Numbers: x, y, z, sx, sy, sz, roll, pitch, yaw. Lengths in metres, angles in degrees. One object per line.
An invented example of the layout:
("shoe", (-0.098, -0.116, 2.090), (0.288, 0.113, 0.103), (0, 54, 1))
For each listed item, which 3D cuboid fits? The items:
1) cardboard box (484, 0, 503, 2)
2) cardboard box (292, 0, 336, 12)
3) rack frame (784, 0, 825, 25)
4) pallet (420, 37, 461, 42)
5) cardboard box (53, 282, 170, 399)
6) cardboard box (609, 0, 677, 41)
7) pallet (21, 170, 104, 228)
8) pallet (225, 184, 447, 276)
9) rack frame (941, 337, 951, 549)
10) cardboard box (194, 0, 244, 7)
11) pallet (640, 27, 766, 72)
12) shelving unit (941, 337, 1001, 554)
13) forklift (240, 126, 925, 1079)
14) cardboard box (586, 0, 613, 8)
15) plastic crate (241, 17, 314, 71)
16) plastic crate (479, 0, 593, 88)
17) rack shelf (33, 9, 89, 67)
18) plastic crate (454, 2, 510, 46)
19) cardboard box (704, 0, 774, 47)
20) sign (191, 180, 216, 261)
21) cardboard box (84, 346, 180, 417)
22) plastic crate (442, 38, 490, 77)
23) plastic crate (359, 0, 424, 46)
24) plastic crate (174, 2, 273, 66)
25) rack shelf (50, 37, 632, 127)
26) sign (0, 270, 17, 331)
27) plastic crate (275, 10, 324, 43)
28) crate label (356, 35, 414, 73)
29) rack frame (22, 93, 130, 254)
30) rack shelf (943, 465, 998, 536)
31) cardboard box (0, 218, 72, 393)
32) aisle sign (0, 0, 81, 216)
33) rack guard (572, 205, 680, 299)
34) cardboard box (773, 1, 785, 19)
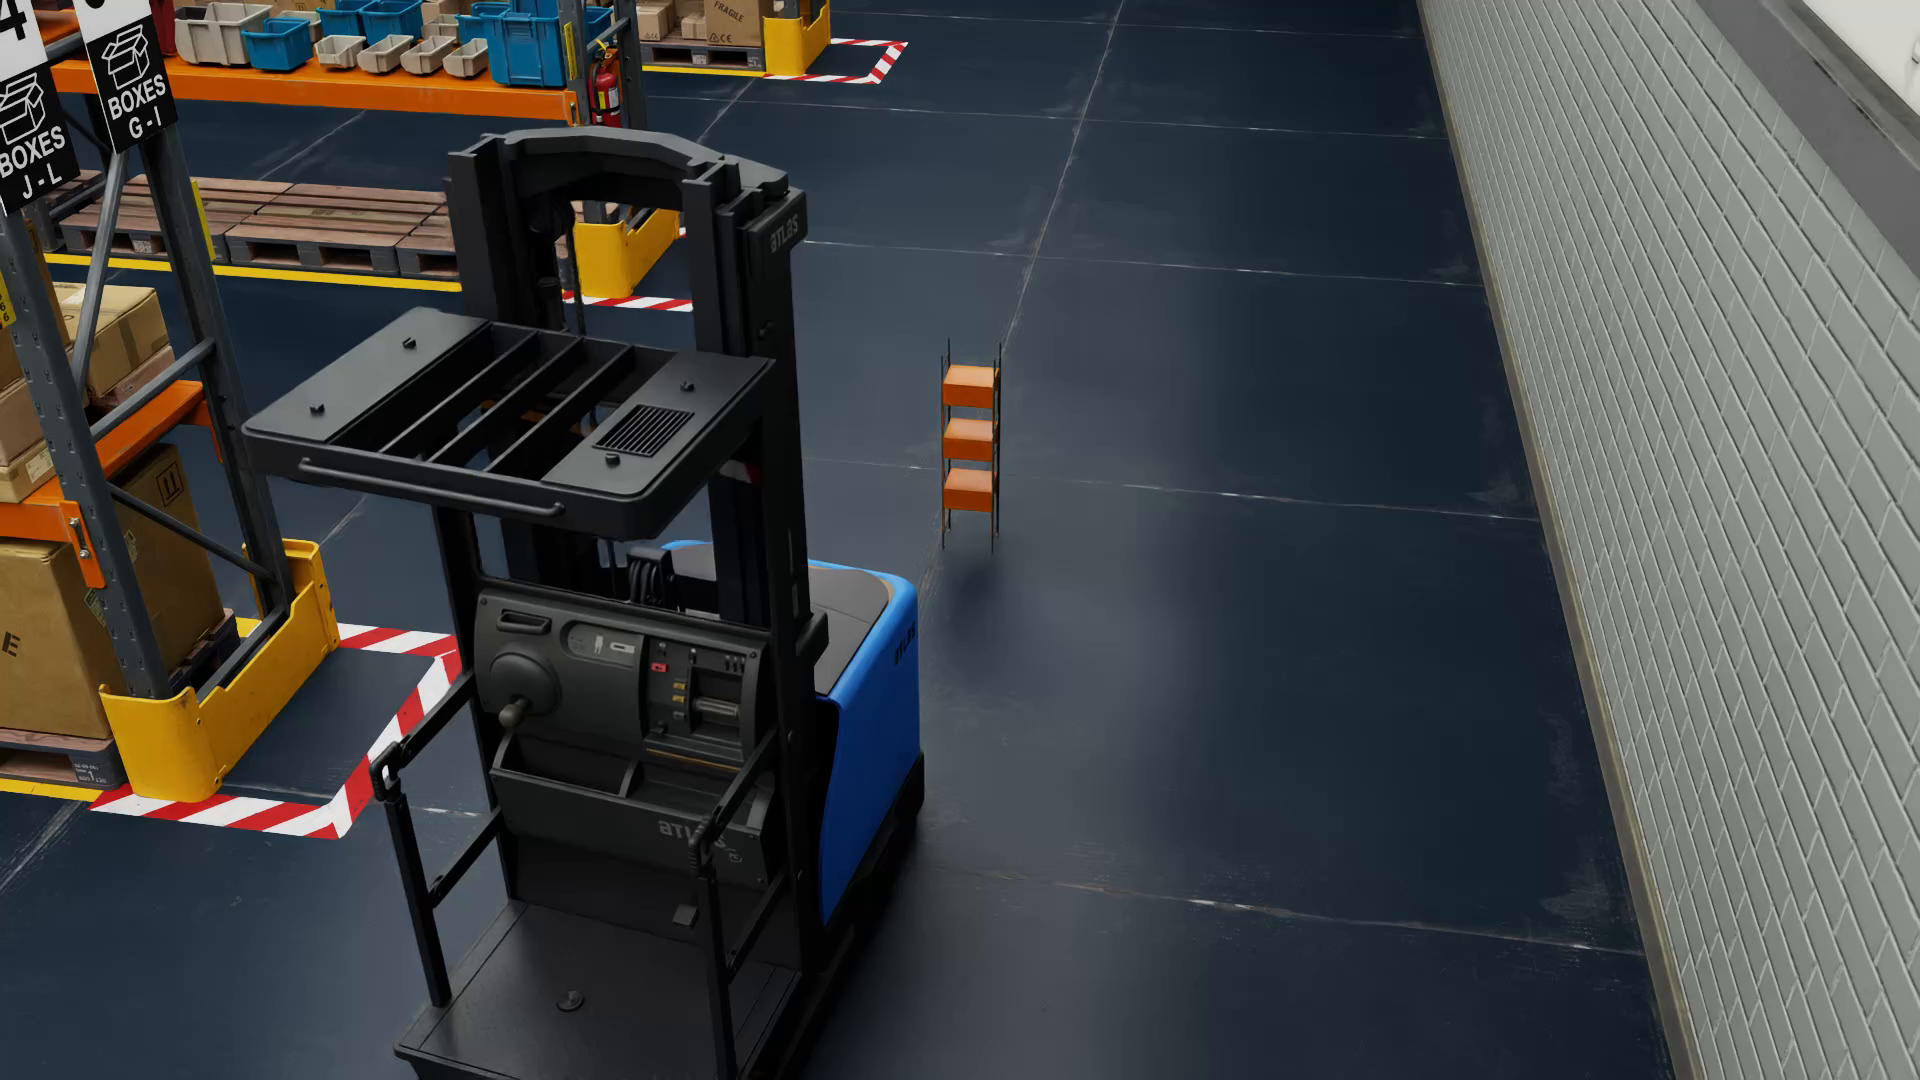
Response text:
("cardboard box", (-4.363, -5.159, 15.937), (0.250, 0.149, 0.380), (5, 32, 8))
("cardboard box", (-5.886, -5.106, 15.522), (0.500, 0.500, 0.500), (5, 32, 8))
("rack frame", (-1.409, -5.728, 14.575), (0.127, 3.000, 1.000), (5, 32, 8))
("pallet", (-4.675, -4.841, 15.786), (1.213, 0.211, 1.003), (5, 32, 8))
("cardboard box", (-3.507, -0.794, 6.553), (0.500, 0.250, 0.500), (4, 32, 7))
("cardboard box", (-2.918, -4.769, 15.220), (0.500, 0.250, 0.500), (5, 32, 8))
("pallet", (-6.942, -2.404, 11.891), (1.213, 0.211, 1.003), (5, 32, 8))
("pallet", (-4.251, -2.160, 11.502), (1.213, 0.211, 1.003), (5, 32, 8))
("rack frame", (-0.068, -0.451, 7.981), (0.008, 1.050, 0.200), (5, 32, 8))
("cardboard box", (-6.866, -5.200, 15.672), (0.500, 0.500, 0.500), (6, 32, 9))
("pallet", (-2.270, -4.624, 15.438), (1.213, 0.211, 1.003), (5, 32, 8))
("shelving unit", (0.053, -0.440, 7.964), (0.252, 1.050, 0.215), (5, 32, 8))
("forklift", (-1.082, 0.466, 4.743), (1.130, 2.935, 3.031), (10, 33, 15))
("cardboard box", (-3.499, -5.049, 15.427), (0.637, 0.503, 0.797), (5, 32, 8))
("plastic crate", (-4.313, -3.142, 10.543), (0.300, 0.233, 0.416), (5, 32, 8))
("plastic crate", (-2.607, -3.111, 10.303), (0.499, 0.435, 0.616), (5, 32, 8))
("rack shelf", (-5.051, -1.693, 5.978), (4.000, 0.370, 1.077), (5, 32, 8))
("plastic crate", (-3.083, -3.345, 10.869), (0.300, 0.233, 0.416), (5, 32, 8))
("cardboard box", (-1.986, -4.775, 14.993), (0.500, 0.500, 0.500), (5, 32, 8))
("sign", (-2.980, -1.238, 6.510), (0.005, 0.325, 0.100), (5, 32, 8))
("cardboard box", (-3.373, -0.645, 6.691), (0.250, 0.149, 0.380), (6, 32, 9))
("plastic crate", (-3.080, -3.030, 10.455), (0.243, 0.136, 0.396), (5, 32, 8))
("plastic crate", (-3.732, -3.404, 10.963), (0.300, 0.233, 0.416), (5, 32, 8))
("plastic crate", (-4.715, -3.238, 10.650), (0.530, 0.282, 0.437), (5, 32, 8))
("rack shelf", (-4.217, -3.012, 10.912), (4.000, 0.370, 1.077), (5, 32, 8))
("sign", (-3.184, -0.856, 5.476), (0.005, 0.325, 0.100), (5, 32, 8))
("plastic crate", (-4.422, -3.411, 11.064), (0.466, 0.136, 0.293), (5, 32, 8))
("crate label", (-3.642, -3.075, 10.528), (0.243, 0.136, 0.396), (5, 32, 8))
("rack frame", (-6.189, -3.495, 11.007), (0.127, 3.000, 1.000), (5, 32, 8))
("rack shelf", (0.053, -0.196, 8.117), (0.240, 0.259, 0.215), (5, 32, 8))
("cardboard box", (-3.604, -0.834, 5.910), (0.500, 0.500, 0.500), (6, 32, 9))
("aisle sign", (-3.059, -1.486, 5.347), (0.004, 0.787, 0.394), (5, 32, 8))
("rack guard", (-2.220, -2.083, 11.107), (0.348, 0.500, 1.175), (5, 32, 8))
("cardboard box", (-1.764, -4.924, 15.561), (0.250, 0.149, 0.380), (5, 32, 8))
